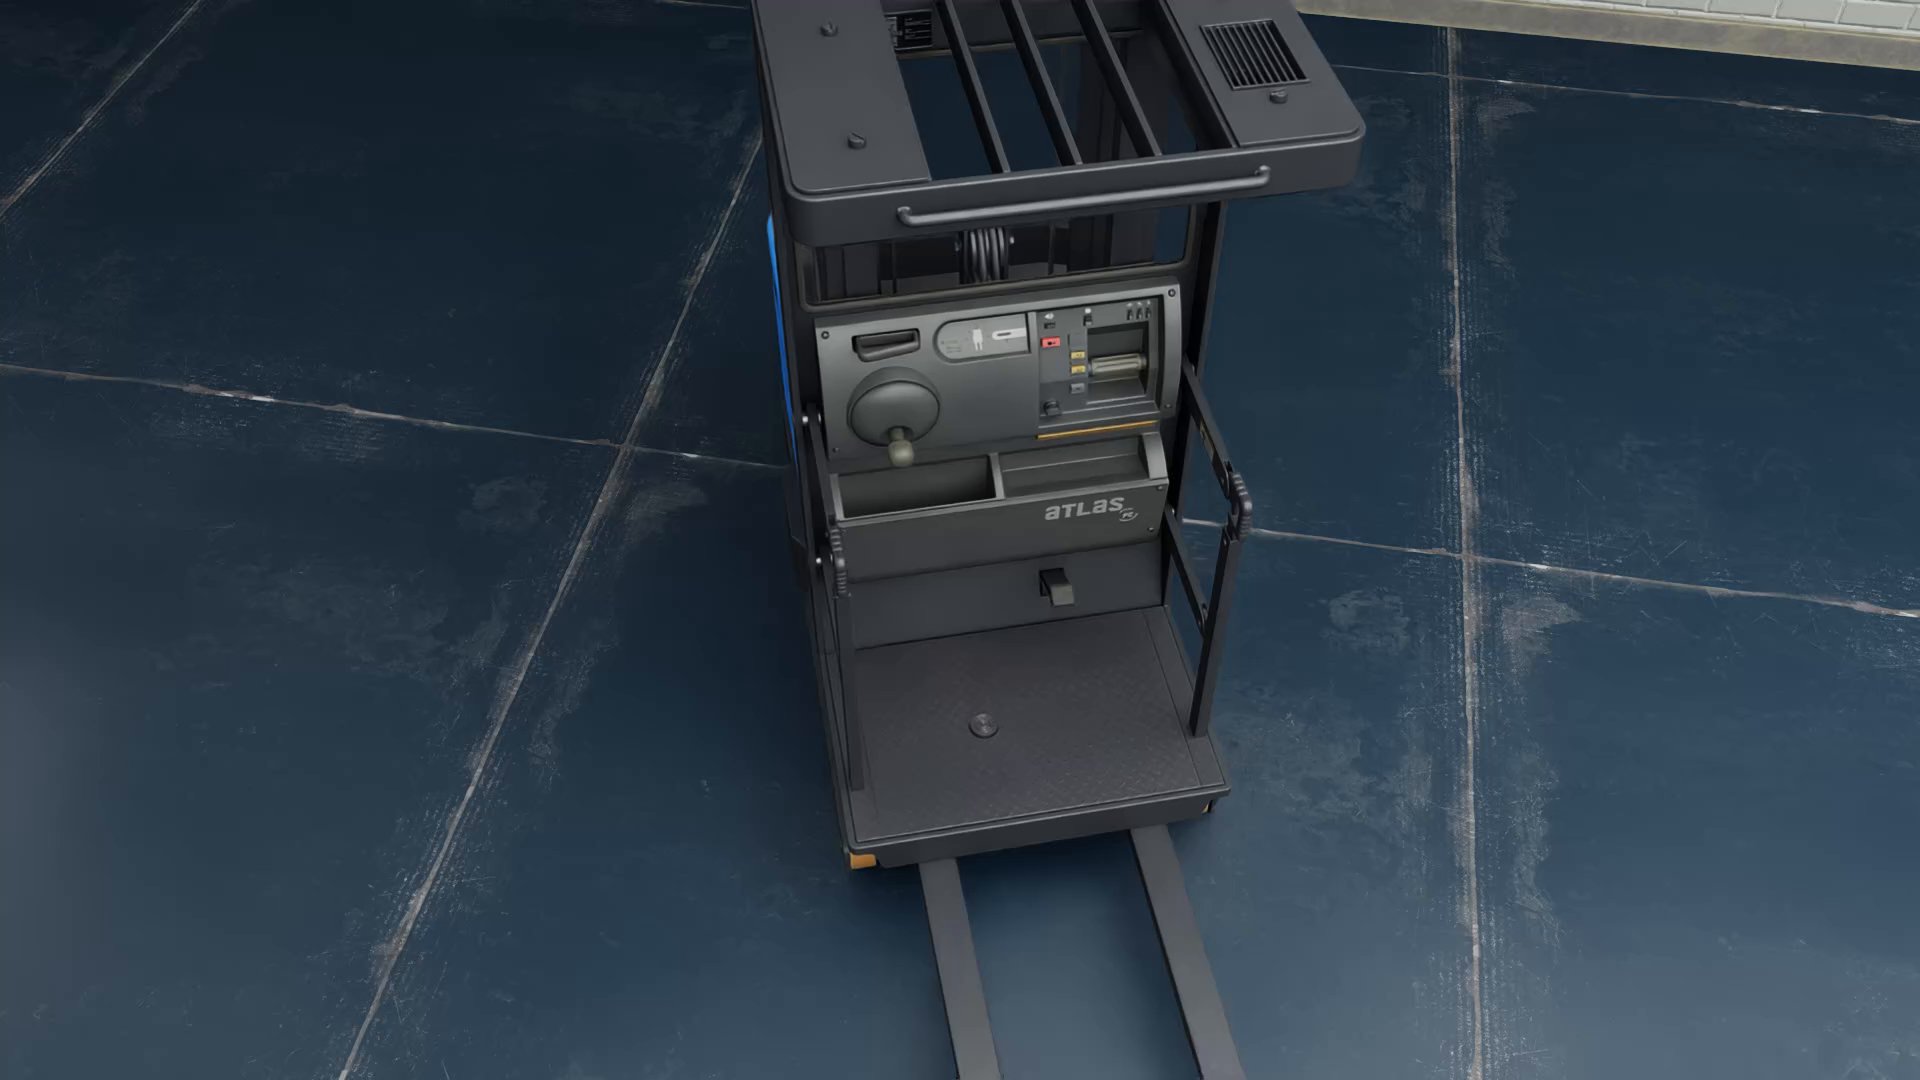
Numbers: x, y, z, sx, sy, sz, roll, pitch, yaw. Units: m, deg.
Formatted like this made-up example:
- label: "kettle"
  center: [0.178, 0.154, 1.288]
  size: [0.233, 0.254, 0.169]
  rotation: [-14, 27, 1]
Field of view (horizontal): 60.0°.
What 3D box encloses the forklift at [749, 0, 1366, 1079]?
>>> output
- label: "forklift"
  center: [0.147, -0.321, 4.068]
  size: [1.130, 2.935, 3.031]
  rotation: [-8, 49, -7]
